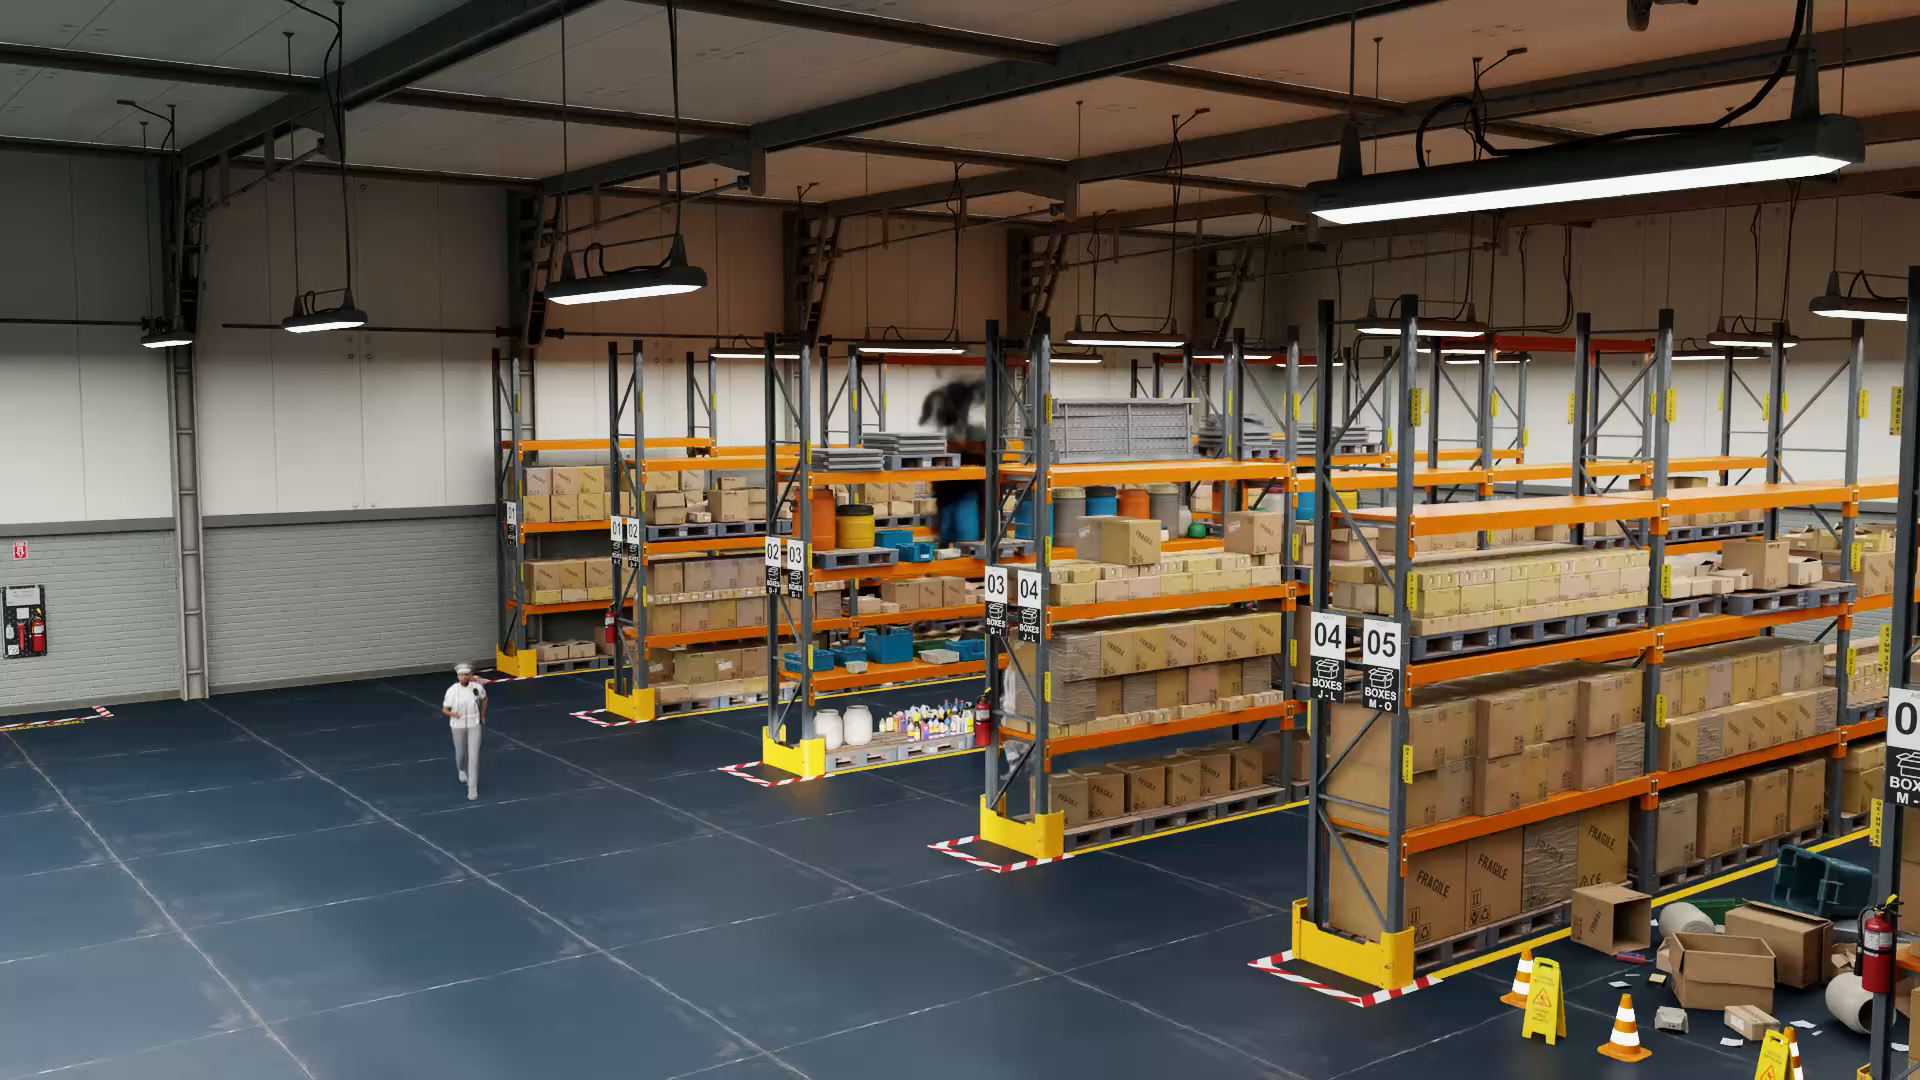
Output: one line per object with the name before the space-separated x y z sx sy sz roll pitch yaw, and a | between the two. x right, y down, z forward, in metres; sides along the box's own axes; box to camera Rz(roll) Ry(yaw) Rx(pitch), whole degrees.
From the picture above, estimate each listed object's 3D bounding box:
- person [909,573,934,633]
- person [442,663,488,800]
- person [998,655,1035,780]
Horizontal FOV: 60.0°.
person | -0.689 1.451 32.987 0.723 1.728 0.546 -4 7 -40
person | -6.389 2.429 21.509 0.579 1.712 0.924 -2 5 -19
person | 0.751 2.151 21.093 0.573 1.768 0.651 -4 6 -36
